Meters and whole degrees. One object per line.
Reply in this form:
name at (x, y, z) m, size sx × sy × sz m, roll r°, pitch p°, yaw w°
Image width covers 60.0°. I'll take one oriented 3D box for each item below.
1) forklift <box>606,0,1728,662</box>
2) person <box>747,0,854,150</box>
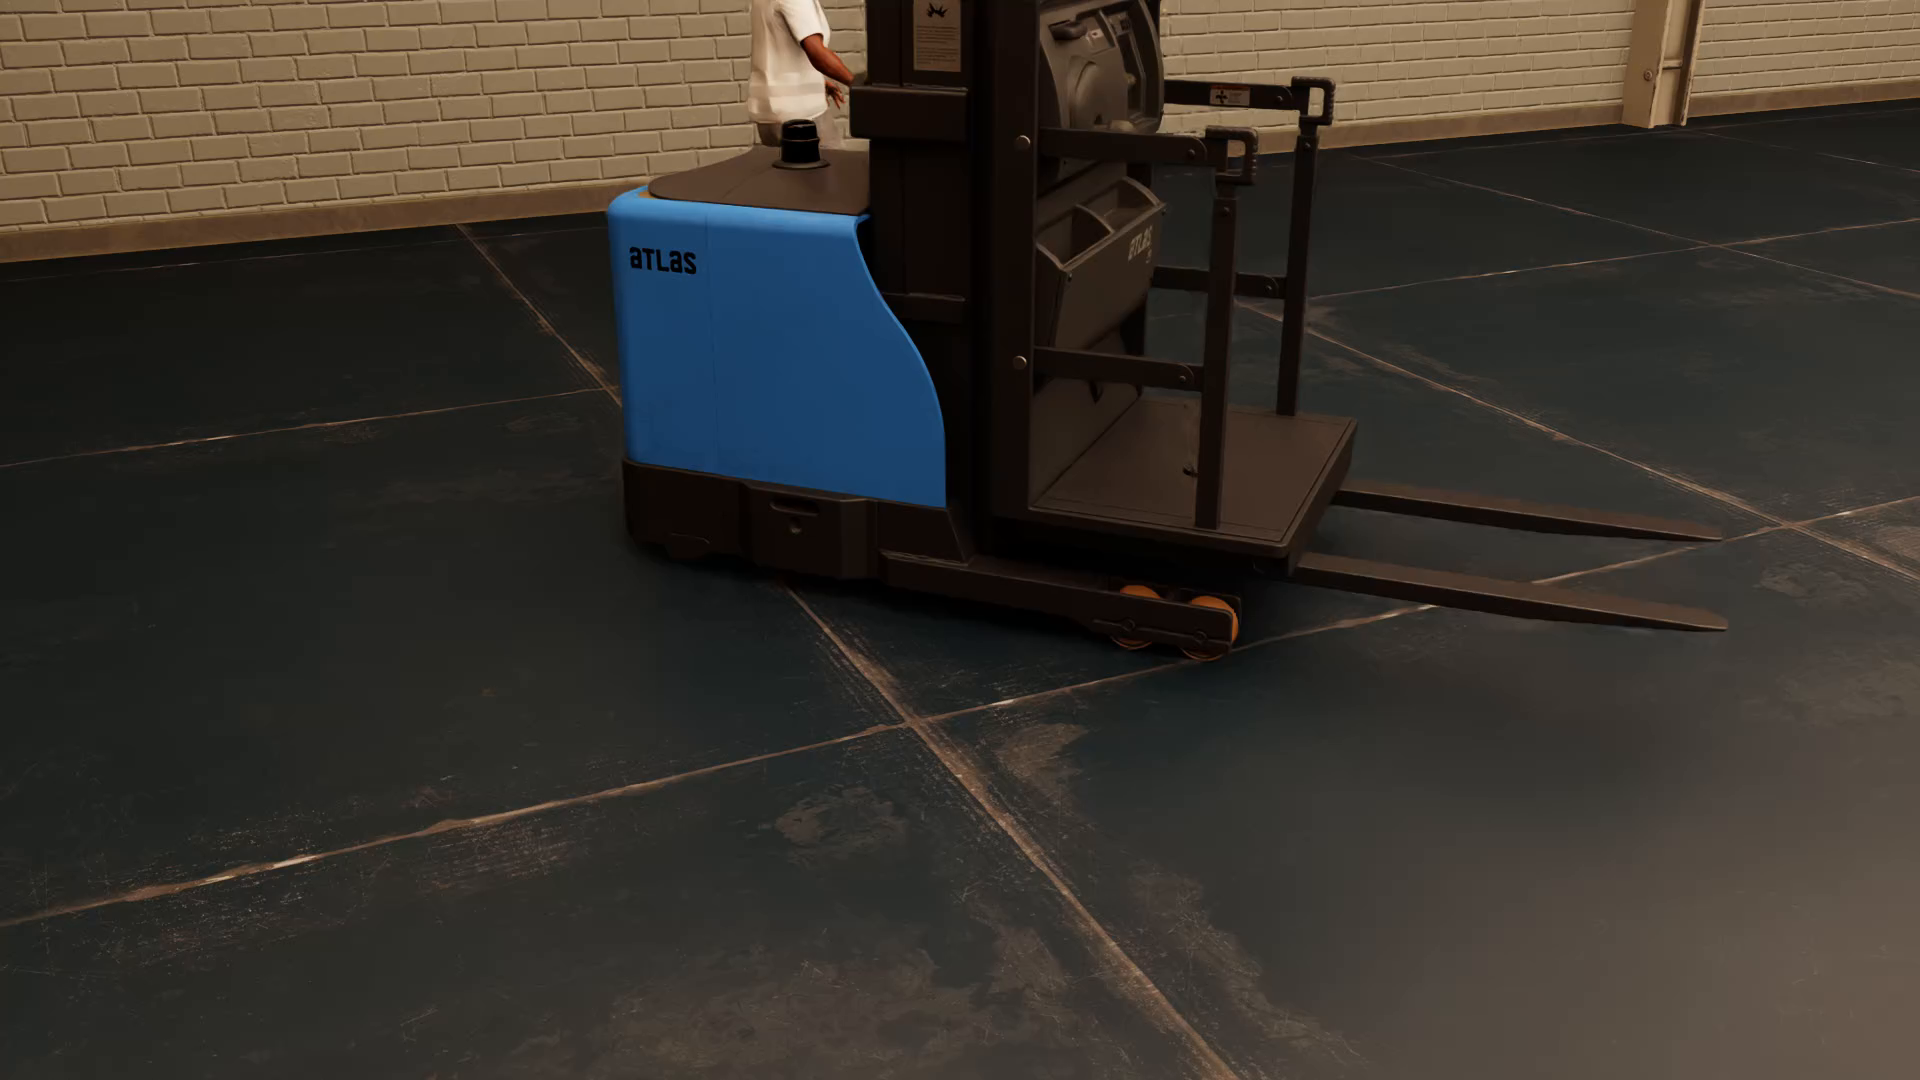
forklift at (0.569, -1.268, 4.338) m, size 3.031 × 2.935 × 1.130 m, roll 9°, pitch 24°, yaw 20°
person at (-0.670, -1.972, 7.697) m, size 0.645 × 1.716 × 0.821 m, roll -14°, pitch 26°, yaw -30°
